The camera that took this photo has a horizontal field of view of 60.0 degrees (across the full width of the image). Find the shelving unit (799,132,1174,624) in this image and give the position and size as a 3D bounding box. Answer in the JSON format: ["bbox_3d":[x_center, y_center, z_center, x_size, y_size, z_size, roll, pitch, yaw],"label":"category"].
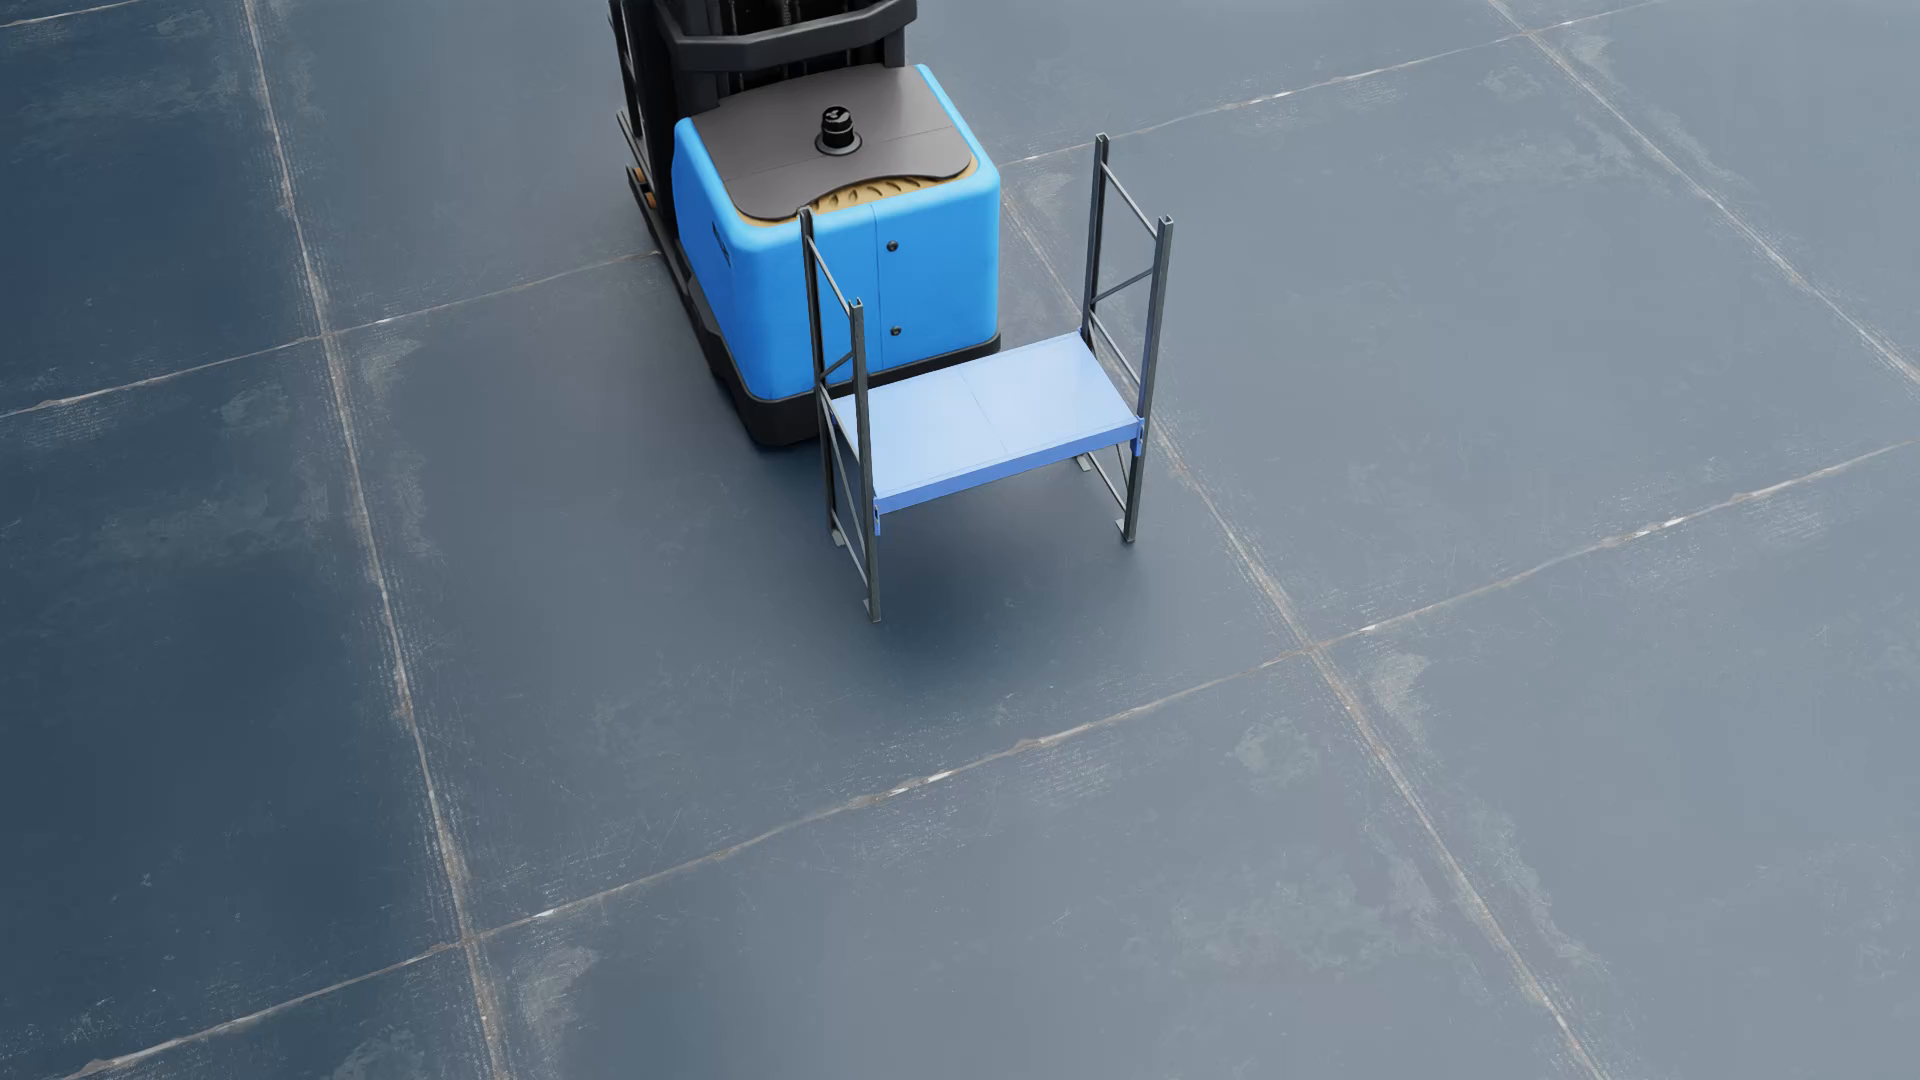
[{"bbox_3d":[0.079,-0.513,5.702,1.048,1.500,0.538,-17,52,-14],"label":"shelving unit"}]

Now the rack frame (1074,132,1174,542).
[{"bbox_3d":[0.550,-0.659,5.827,0.032,1.500,0.500,-17,52,-14],"label":"rack frame"}]

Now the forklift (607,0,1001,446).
[{"bbox_3d":[-0.859,-2.462,6.432,1.130,2.935,3.031,-17,51,-14],"label":"forklift"}]

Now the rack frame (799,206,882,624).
[{"bbox_3d":[-0.392,-0.367,5.577,0.032,1.500,0.500,-17,52,-14],"label":"rack frame"}]

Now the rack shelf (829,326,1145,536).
[{"bbox_3d":[0.079,-0.396,5.839,1.000,0.185,0.538,-17,52,-14],"label":"rack shelf"}]
